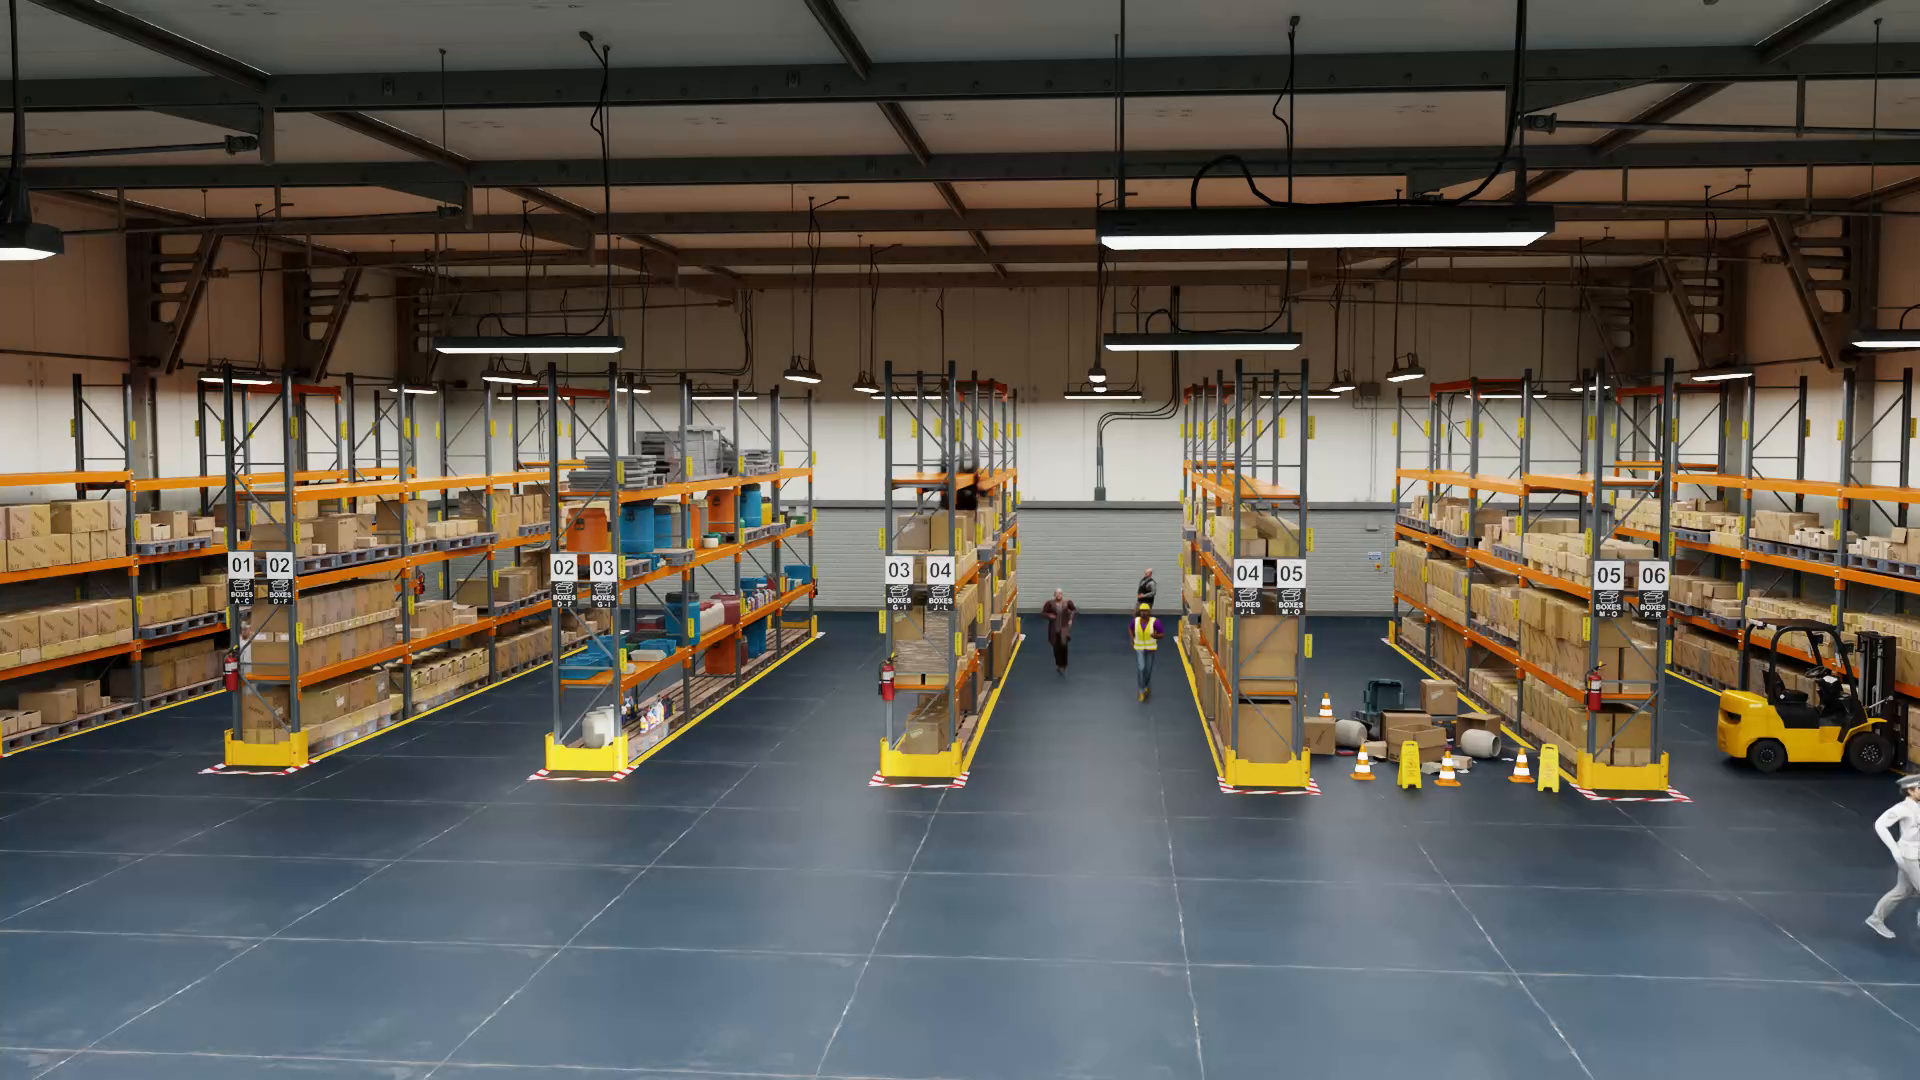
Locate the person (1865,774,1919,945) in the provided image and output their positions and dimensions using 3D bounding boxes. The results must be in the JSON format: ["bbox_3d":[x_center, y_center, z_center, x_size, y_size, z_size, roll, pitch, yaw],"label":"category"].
[{"bbox_3d":[9.151,3.098,16.001,0.589,1.747,0.759,-4,5,-44],"label":"person"}]

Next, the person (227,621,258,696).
[{"bbox_3d":[-12.150,2.260,28.364,0.664,1.790,0.944,0,4,-5],"label":"person"}]

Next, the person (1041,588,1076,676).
[{"bbox_3d":[2.022,1.887,34.156,0.687,1.815,0.859,0,4,7],"label":"person"}]

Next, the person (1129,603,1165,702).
[{"bbox_3d":[3.482,2.079,31.061,0.657,1.811,0.866,0,4,6],"label":"person"}]

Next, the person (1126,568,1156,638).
[{"bbox_3d":[4.479,1.535,40.115,0.723,1.727,0.681,-2,4,-28],"label":"person"}]
